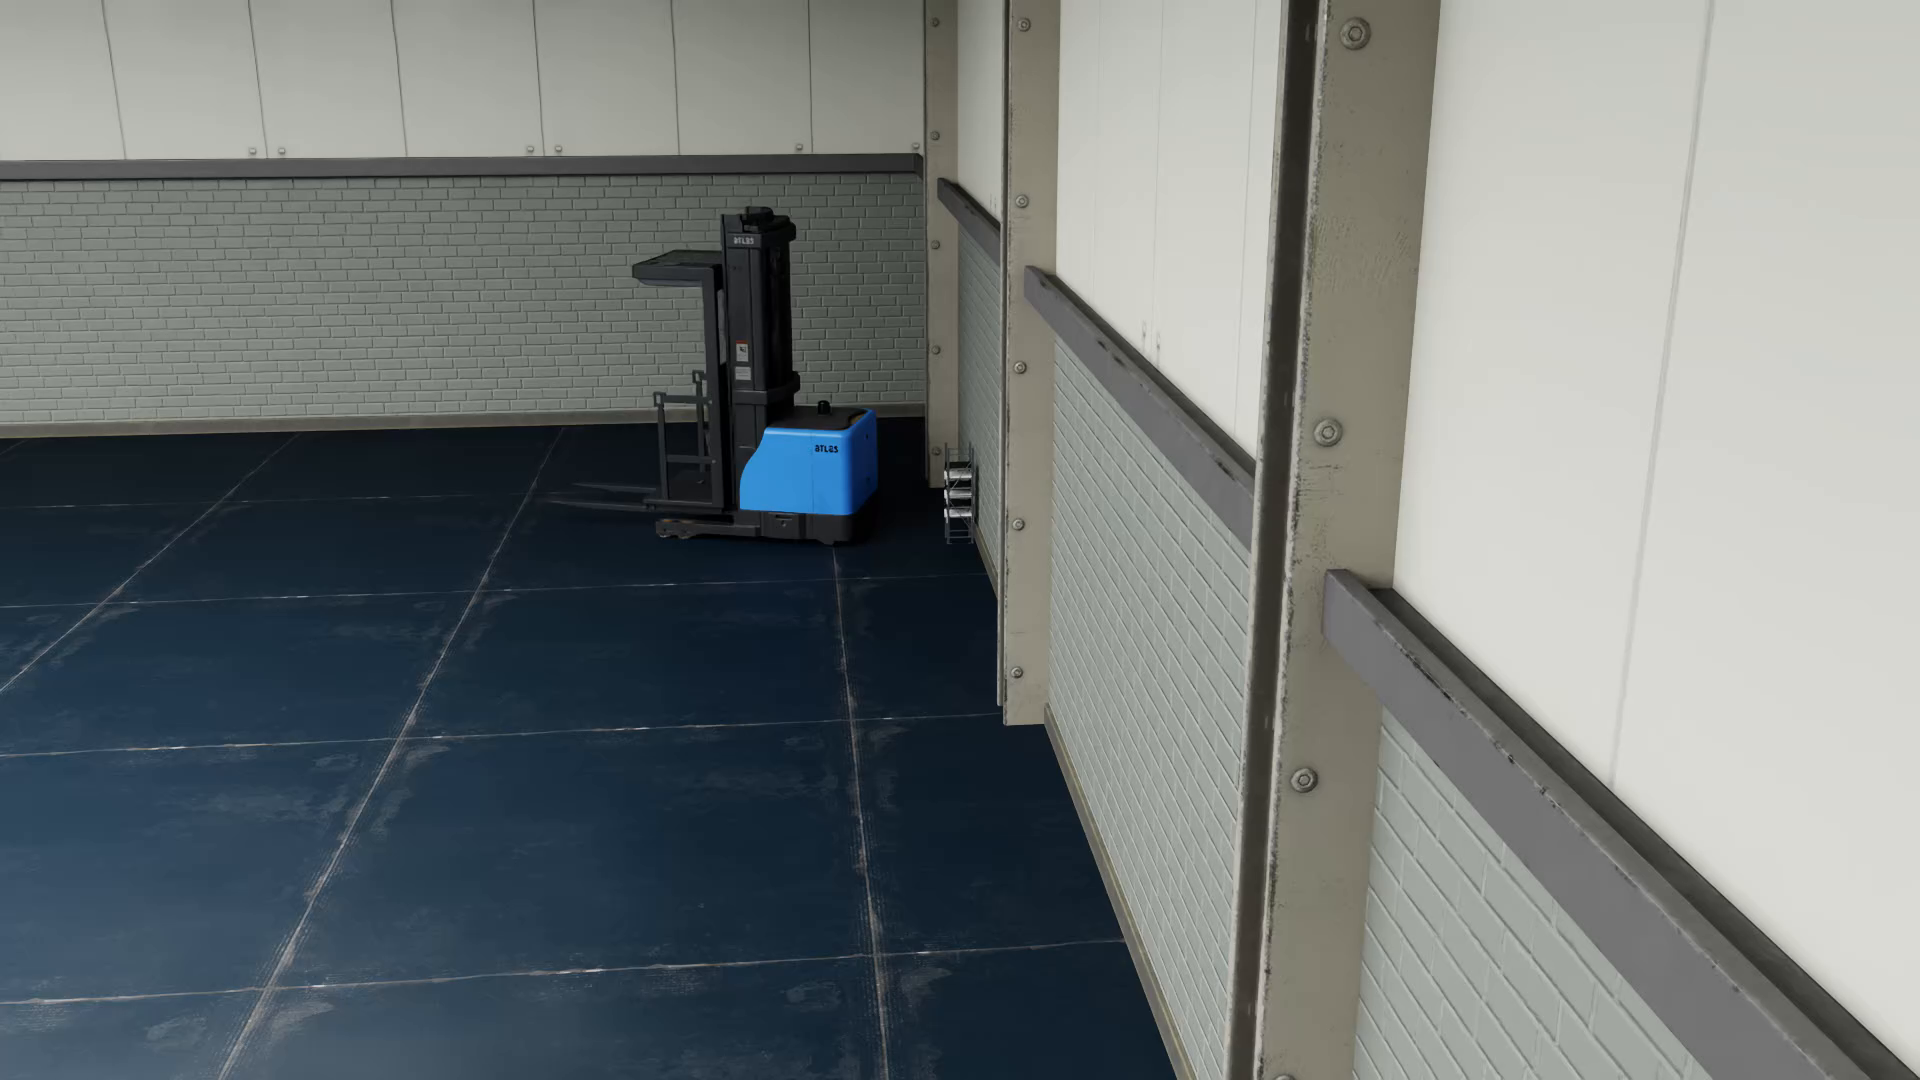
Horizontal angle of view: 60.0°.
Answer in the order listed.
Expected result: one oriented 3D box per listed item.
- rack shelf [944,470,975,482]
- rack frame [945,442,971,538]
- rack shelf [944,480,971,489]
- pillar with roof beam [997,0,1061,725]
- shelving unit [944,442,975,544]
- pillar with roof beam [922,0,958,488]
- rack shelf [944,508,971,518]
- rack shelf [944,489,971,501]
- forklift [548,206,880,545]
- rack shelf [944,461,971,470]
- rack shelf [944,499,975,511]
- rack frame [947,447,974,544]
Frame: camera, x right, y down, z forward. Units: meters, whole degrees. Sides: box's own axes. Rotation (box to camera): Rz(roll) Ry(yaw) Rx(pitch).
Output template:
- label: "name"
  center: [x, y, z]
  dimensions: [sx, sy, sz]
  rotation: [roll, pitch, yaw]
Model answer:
- label: "rack shelf"
  center: [-0.007, -0.566, 15.061]
  dimensions: [0.258, 0.077, 0.200]
  rotation: [-2, 18, -6]
- label: "rack frame"
  center: [-0.019, -0.456, 15.201]
  dimensions: [0.240, 0.900, 0.006]
  rotation: [-2, 18, -6]
- label: "rack shelf"
  center: [-0.007, -0.480, 15.088]
  dimensions: [0.258, 0.077, 0.200]
  rotation: [-2, 18, -6]
- label: "pillar with roof beam"
  center: [-3.849, -2.970, 9.685]
  dimensions: [9.100, 9.000, 0.400]
  rotation: [-2, 18, -6]
- label: "shelving unit"
  center: [-0.007, -0.426, 15.105]
  dimensions: [0.258, 0.900, 0.210]
  rotation: [-2, 18, -6]
- label: "pillar with roof beam"
  center: [-4.468, -4.757, 15.379]
  dimensions: [9.100, 9.000, 0.400]
  rotation: [-2, 18, -6]
- label: "rack shelf"
  center: [-0.007, -0.223, 15.169]
  dimensions: [0.258, 0.077, 0.200]
  rotation: [-2, 18, -6]
- label: "rack shelf"
  center: [-0.007, -0.394, 15.115]
  dimensions: [0.258, 0.077, 0.200]
  rotation: [-2, 18, -6]
- label: "forklift"
  center: [-2.338, -1.558, 15.319]
  dimensions: [3.031, 2.935, 1.130]
  rotation: [4, 18, 11]
- label: "rack shelf"
  center: [-0.007, -0.652, 15.034]
  dimensions: [0.258, 0.077, 0.200]
  rotation: [-2, 18, -6]
- label: "rack shelf"
  center: [-0.007, -0.308, 15.142]
  dimensions: [0.258, 0.077, 0.200]
  rotation: [-2, 18, -6]
- label: "rack frame"
  center: [0.004, -0.396, 15.009]
  dimensions: [0.240, 0.900, 0.006]
  rotation: [-2, 18, -6]
